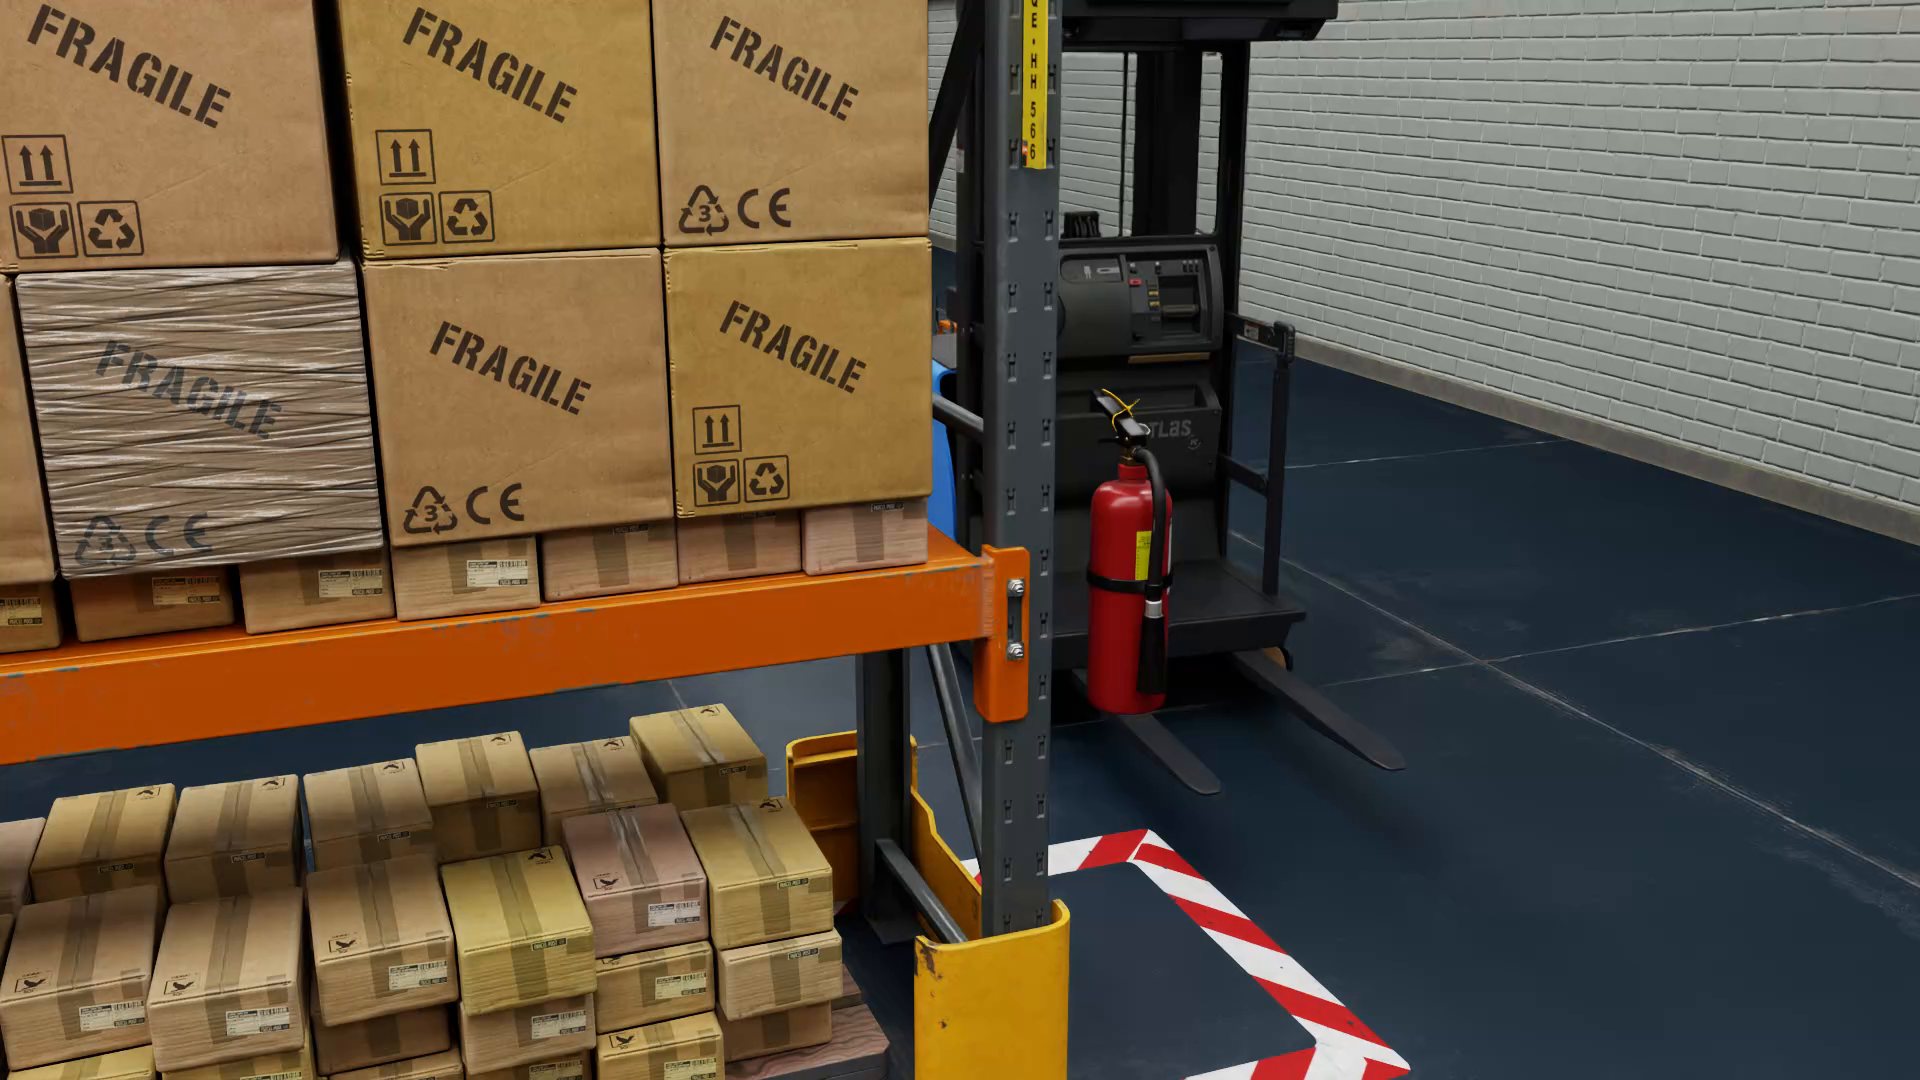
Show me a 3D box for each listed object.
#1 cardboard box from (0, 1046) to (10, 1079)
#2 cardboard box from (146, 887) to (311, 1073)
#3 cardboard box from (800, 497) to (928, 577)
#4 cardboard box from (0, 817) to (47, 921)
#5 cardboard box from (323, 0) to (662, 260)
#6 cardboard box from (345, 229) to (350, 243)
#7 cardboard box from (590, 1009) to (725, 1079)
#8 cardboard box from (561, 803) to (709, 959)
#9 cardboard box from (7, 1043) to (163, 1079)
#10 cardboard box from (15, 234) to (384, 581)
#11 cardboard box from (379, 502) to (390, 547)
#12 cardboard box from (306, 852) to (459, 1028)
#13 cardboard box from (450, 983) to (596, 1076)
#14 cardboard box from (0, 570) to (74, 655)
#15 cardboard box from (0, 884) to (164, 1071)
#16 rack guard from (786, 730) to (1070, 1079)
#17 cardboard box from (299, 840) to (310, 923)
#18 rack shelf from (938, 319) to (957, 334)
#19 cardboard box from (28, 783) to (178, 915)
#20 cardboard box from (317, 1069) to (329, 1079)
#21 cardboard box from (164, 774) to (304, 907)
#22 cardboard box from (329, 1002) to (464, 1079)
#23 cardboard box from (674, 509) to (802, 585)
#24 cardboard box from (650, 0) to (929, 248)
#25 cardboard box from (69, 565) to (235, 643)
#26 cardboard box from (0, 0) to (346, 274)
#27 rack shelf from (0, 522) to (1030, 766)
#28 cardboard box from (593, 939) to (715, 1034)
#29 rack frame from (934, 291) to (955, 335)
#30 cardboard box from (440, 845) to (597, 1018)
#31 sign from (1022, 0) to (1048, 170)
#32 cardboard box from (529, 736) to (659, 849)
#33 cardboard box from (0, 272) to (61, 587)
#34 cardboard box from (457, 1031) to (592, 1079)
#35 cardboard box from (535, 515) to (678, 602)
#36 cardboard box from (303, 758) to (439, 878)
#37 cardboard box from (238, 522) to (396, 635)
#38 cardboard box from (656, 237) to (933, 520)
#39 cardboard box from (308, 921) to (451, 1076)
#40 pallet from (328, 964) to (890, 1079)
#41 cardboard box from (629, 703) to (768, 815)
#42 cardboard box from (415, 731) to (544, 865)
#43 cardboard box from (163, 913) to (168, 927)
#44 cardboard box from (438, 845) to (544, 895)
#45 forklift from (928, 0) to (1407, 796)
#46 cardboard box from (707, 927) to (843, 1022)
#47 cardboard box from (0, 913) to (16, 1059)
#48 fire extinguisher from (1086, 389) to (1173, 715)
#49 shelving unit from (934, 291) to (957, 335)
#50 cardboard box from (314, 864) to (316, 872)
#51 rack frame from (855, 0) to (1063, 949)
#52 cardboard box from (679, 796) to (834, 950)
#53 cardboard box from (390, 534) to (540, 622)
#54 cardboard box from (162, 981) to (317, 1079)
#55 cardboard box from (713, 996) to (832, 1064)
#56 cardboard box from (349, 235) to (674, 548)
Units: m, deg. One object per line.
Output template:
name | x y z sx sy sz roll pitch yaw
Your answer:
cardboard box | -1.890 1.029 3.058 0.250 0.149 0.380 -6 17 -20
cardboard box | -1.393 0.834 3.192 0.250 0.149 0.380 -5 17 -18
cardboard box | -0.246 -0.060 3.424 0.250 0.149 0.380 -6 17 -20
cardboard box | -2.076 0.745 3.496 0.250 0.149 0.380 -6 17 -20
cardboard box | -0.854 -0.795 3.003 0.500 0.500 0.500 -7 18 -22
cardboard box | -1.052 -0.445 3.585 0.500 0.500 0.500 -6 17 -20
cardboard box | -0.664 1.039 3.550 0.250 0.149 0.380 -6 17 -18
cardboard box | -0.702 0.724 3.569 0.250 0.149 0.380 -6 17 -19
cardboard box | -1.643 0.994 3.177 0.250 0.149 0.380 -5 17 -17
cardboard box | -1.323 -0.261 2.958 0.500 0.500 0.500 -6 17 -20
cardboard box | -1.149 -0.109 3.591 0.250 0.149 0.380 -5 17 -17
cardboard box | -1.162 0.792 3.334 0.250 0.149 0.380 -7 18 -22
cardboard box | -0.918 0.917 3.438 0.250 0.149 0.380 -7 18 -22
cardboard box | -1.722 0.078 2.955 0.250 0.149 0.380 -6 17 -19
cardboard box | -1.679 0.832 3.201 0.250 0.149 0.380 -7 18 -22
rack guard | -0.114 0.919 4.080 0.348 0.500 1.175 -6 17 -20
cardboard box | -1.589 0.831 3.731 0.250 0.149 0.380 -7 18 -23
rack shelf | 0.155 -0.969 7.875 0.480 0.148 0.258 -6 17 -20
cardboard box | -1.875 0.695 3.668 0.250 0.149 0.380 -6 17 -19
cardboard box | -1.383 1.114 3.296 0.250 0.149 0.380 -7 18 -23
cardboard box | -1.613 0.680 3.717 0.250 0.149 0.380 -5 17 -18
cardboard box | -1.167 1.072 3.440 0.250 0.149 0.380 -6 17 -20
cardboard box | -0.492 -0.045 3.373 0.250 0.149 0.380 -6 17 -20
cardboard box | -0.381 -0.847 3.177 0.500 0.500 0.500 -7 18 -21
cardboard box | -1.480 0.047 3.061 0.250 0.149 0.380 -7 18 -22
cardboard box | -1.337 -0.741 2.817 0.500 0.500 0.500 -5 17 -17
rack shelf | -1.910 0.259 3.169 4.000 0.370 1.077 -6 17 -20
cardboard box | -0.697 0.876 3.576 0.250 0.149 0.380 -7 18 -21
rack frame | -0.073 -0.568 7.902 0.015 1.200 0.240 -6 17 -20
cardboard box | -0.898 0.783 3.367 0.250 0.149 0.380 -7 18 -21
sign | 0.137 -0.847 3.042 0.005 0.325 0.100 -6 17 -20
cardboard box | -0.868 0.616 3.935 0.250 0.149 0.380 -6 17 -19
cardboard box | -1.792 -0.214 2.796 0.500 0.500 0.500 -5 17 -17
cardboard box | -0.941 1.043 3.537 0.250 0.149 0.380 -6 17 -20
cardboard box | -0.720 -0.015 3.273 0.250 0.149 0.380 -6 18 -21
cardboard box | -1.351 0.655 3.804 0.250 0.149 0.380 -7 18 -23
cardboard box | -1.207 0.035 3.100 0.250 0.149 0.380 -7 18 -23
cardboard box | -0.370 -0.365 3.313 0.500 0.500 0.500 -6 17 -19
cardboard box | -1.206 0.917 3.438 0.250 0.149 0.380 -6 18 -21
pallet | -0.885 1.131 3.874 1.213 0.211 1.003 -6 17 -20
cardboard box | -0.654 0.557 4.137 0.250 0.149 0.380 -7 18 -23
cardboard box | -1.149 0.608 3.963 0.250 0.149 0.380 -6 17 -20
cardboard box | -1.827 0.869 3.601 0.250 0.149 0.380 -5 17 -17
cardboard box | -1.097 0.782 3.898 0.250 0.149 0.380 -6 17 -19
forklift | 0.594 -0.894 5.939 1.130 2.935 3.031 -5 17 -16
cardboard box | -0.433 0.864 3.618 0.250 0.149 0.380 -7 18 -22
cardboard box | -1.914 0.865 3.086 0.250 0.149 0.380 -6 17 -20
fire extinguisher | 0.358 0.024 3.491 0.183 0.674 0.296 -6 17 -20
shelving unit | 0.155 -0.592 7.986 0.503 1.200 0.258 -6 17 -20
cardboard box | -1.375 0.779 3.907 0.250 0.149 0.380 -6 17 -18
rack frame | -0.043 -0.288 3.754 0.127 3.000 1.000 -6 17 -20
cardboard box | -0.446 0.713 3.604 0.250 0.149 0.380 -6 17 -19
cardboard box | -0.950 0.016 3.165 0.250 0.149 0.380 -6 17 -19
cardboard box | -1.397 0.973 3.249 0.250 0.149 0.380 -6 17 -19
cardboard box | -0.460 0.987 3.729 0.250 0.149 0.380 -6 17 -19
cardboard box | -0.853 -0.315 3.141 0.500 0.500 0.500 -6 18 -21
